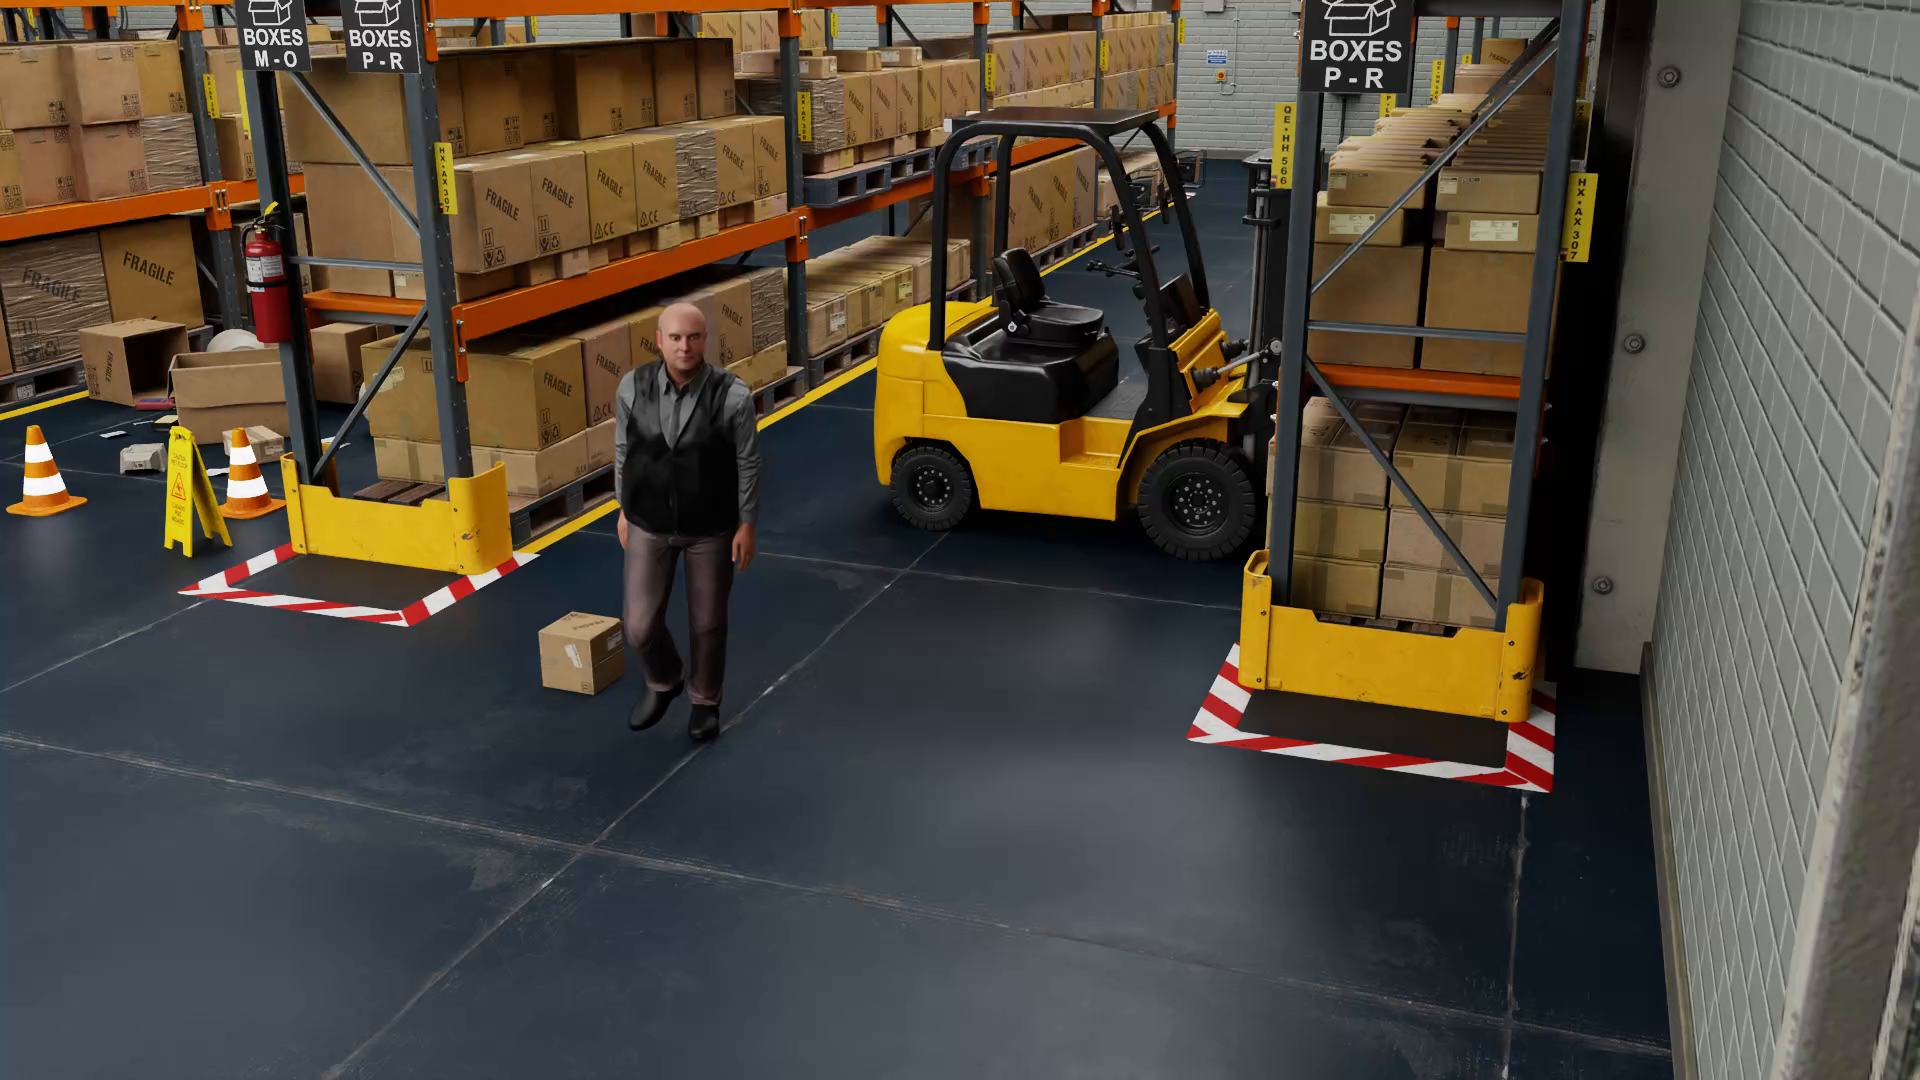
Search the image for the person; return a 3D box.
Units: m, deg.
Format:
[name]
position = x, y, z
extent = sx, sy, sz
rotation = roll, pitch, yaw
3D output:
[person]
position = -1.009, -0.047, 6.189
extent = 0.567, 1.707, 0.492
rotation = 0, 19, -1
